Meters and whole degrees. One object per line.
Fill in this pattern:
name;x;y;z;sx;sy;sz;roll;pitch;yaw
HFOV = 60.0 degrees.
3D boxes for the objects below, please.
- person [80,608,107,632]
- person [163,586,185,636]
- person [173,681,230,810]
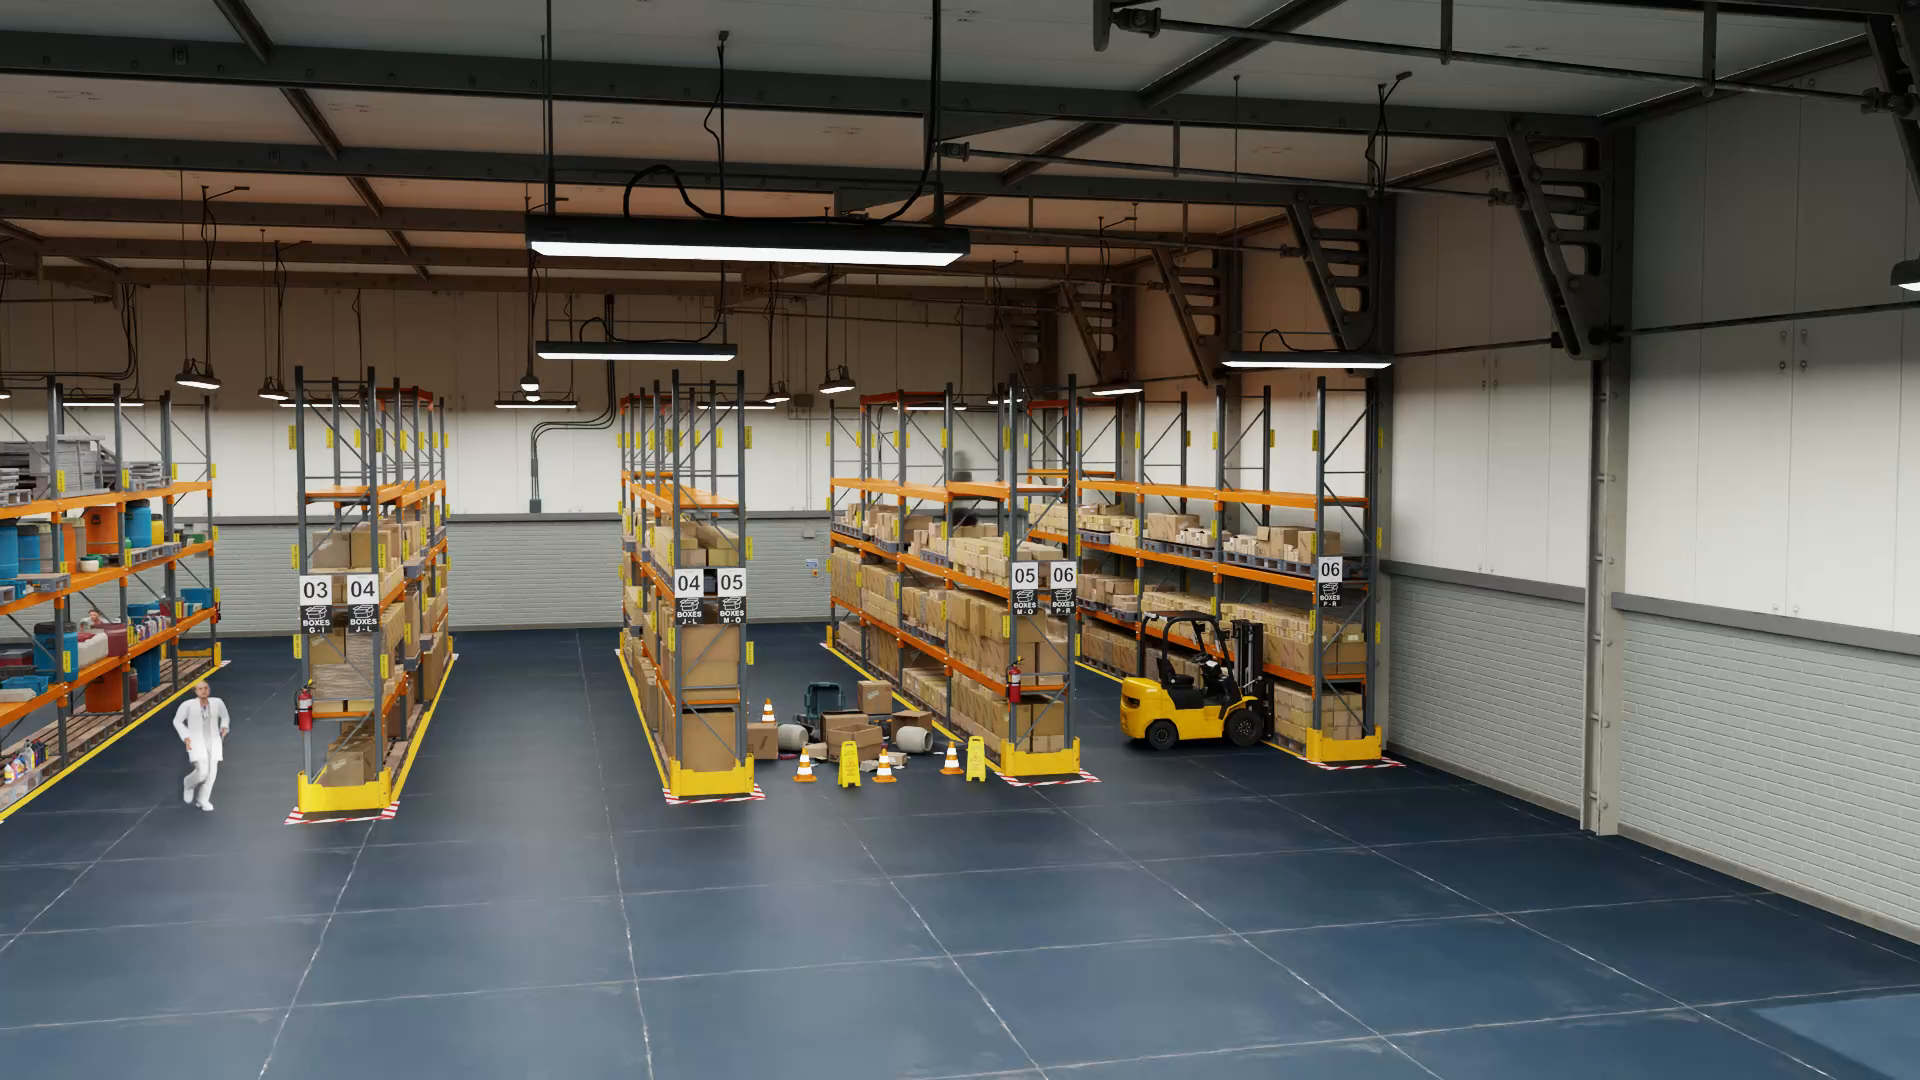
person;-17.794;2.180;34.293;0.603;1.625;0.966;-1;4;-16
person;-18.663;1.832;39.420;0.548;1.658;0.612;0;3;6
person;-10.271;2.786;22.619;0.699;1.748;0.671;-3;5;-42
